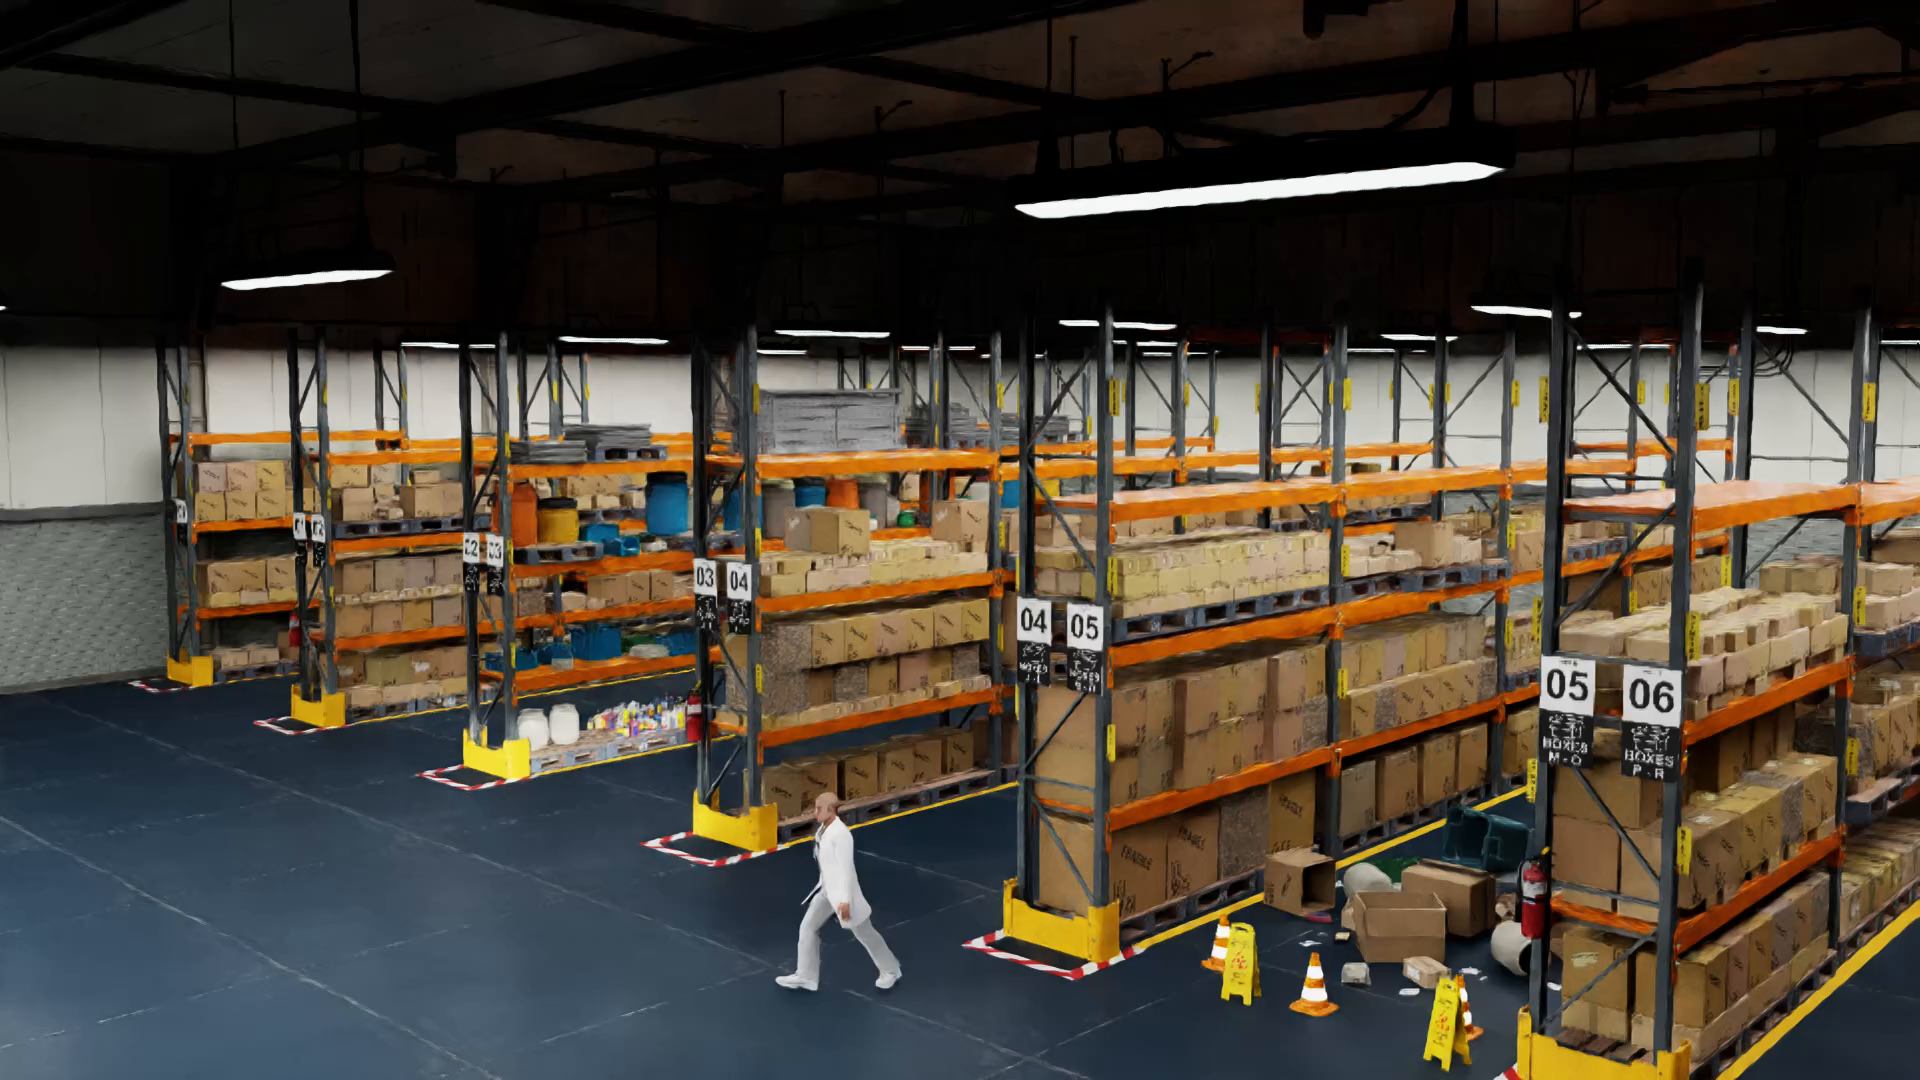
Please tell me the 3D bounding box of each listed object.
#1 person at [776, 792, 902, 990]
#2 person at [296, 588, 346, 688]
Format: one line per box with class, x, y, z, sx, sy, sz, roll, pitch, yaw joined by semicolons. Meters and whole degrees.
person;-1.009;2.993;14.136;1.045;1.705;0.635;-3;6;-26
person;-10.715;1.651;28.240;0.603;1.724;1.111;5;7;42
